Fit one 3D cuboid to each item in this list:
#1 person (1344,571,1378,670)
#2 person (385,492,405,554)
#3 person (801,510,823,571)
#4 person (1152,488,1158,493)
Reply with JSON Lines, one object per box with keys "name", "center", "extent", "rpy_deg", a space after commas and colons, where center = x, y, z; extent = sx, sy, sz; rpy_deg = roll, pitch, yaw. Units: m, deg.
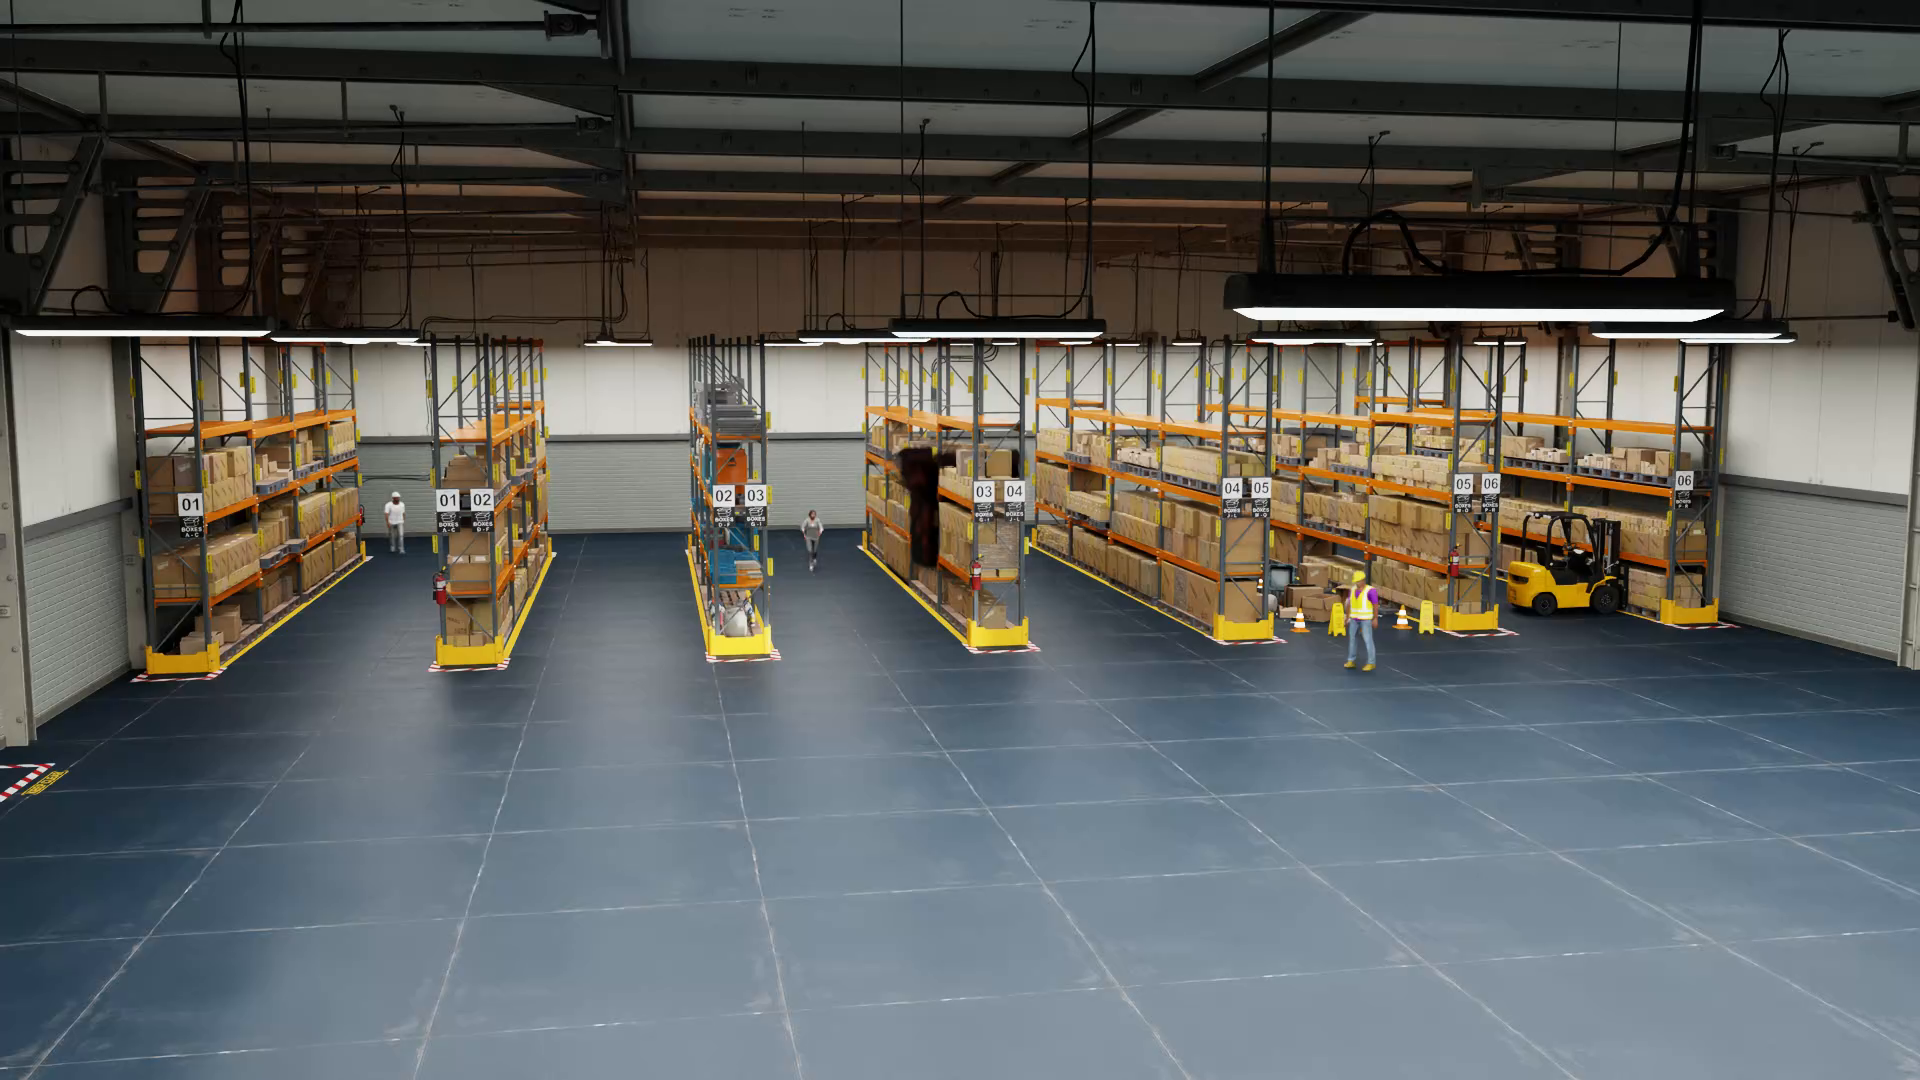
{"name": "person", "center": [7.159, 1.423, 29.852], "extent": [0.627, 1.764, 0.420], "rpy_deg": [6, 9, 44]}
{"name": "person", "center": [-15.787, -0.479, 46.517], "extent": [0.550, 1.709, 1.047], "rpy_deg": [-3, 7, -25]}
{"name": "person", "center": [-3.858, -0.011, 43.429], "extent": [0.568, 1.589, 0.648], "rpy_deg": [-1, 7, -6]}
{"name": "person", "center": [5.605, -0.627, 47.763], "extent": [0.491, 1.787, 0.613], "rpy_deg": [-2, 7, -20]}
